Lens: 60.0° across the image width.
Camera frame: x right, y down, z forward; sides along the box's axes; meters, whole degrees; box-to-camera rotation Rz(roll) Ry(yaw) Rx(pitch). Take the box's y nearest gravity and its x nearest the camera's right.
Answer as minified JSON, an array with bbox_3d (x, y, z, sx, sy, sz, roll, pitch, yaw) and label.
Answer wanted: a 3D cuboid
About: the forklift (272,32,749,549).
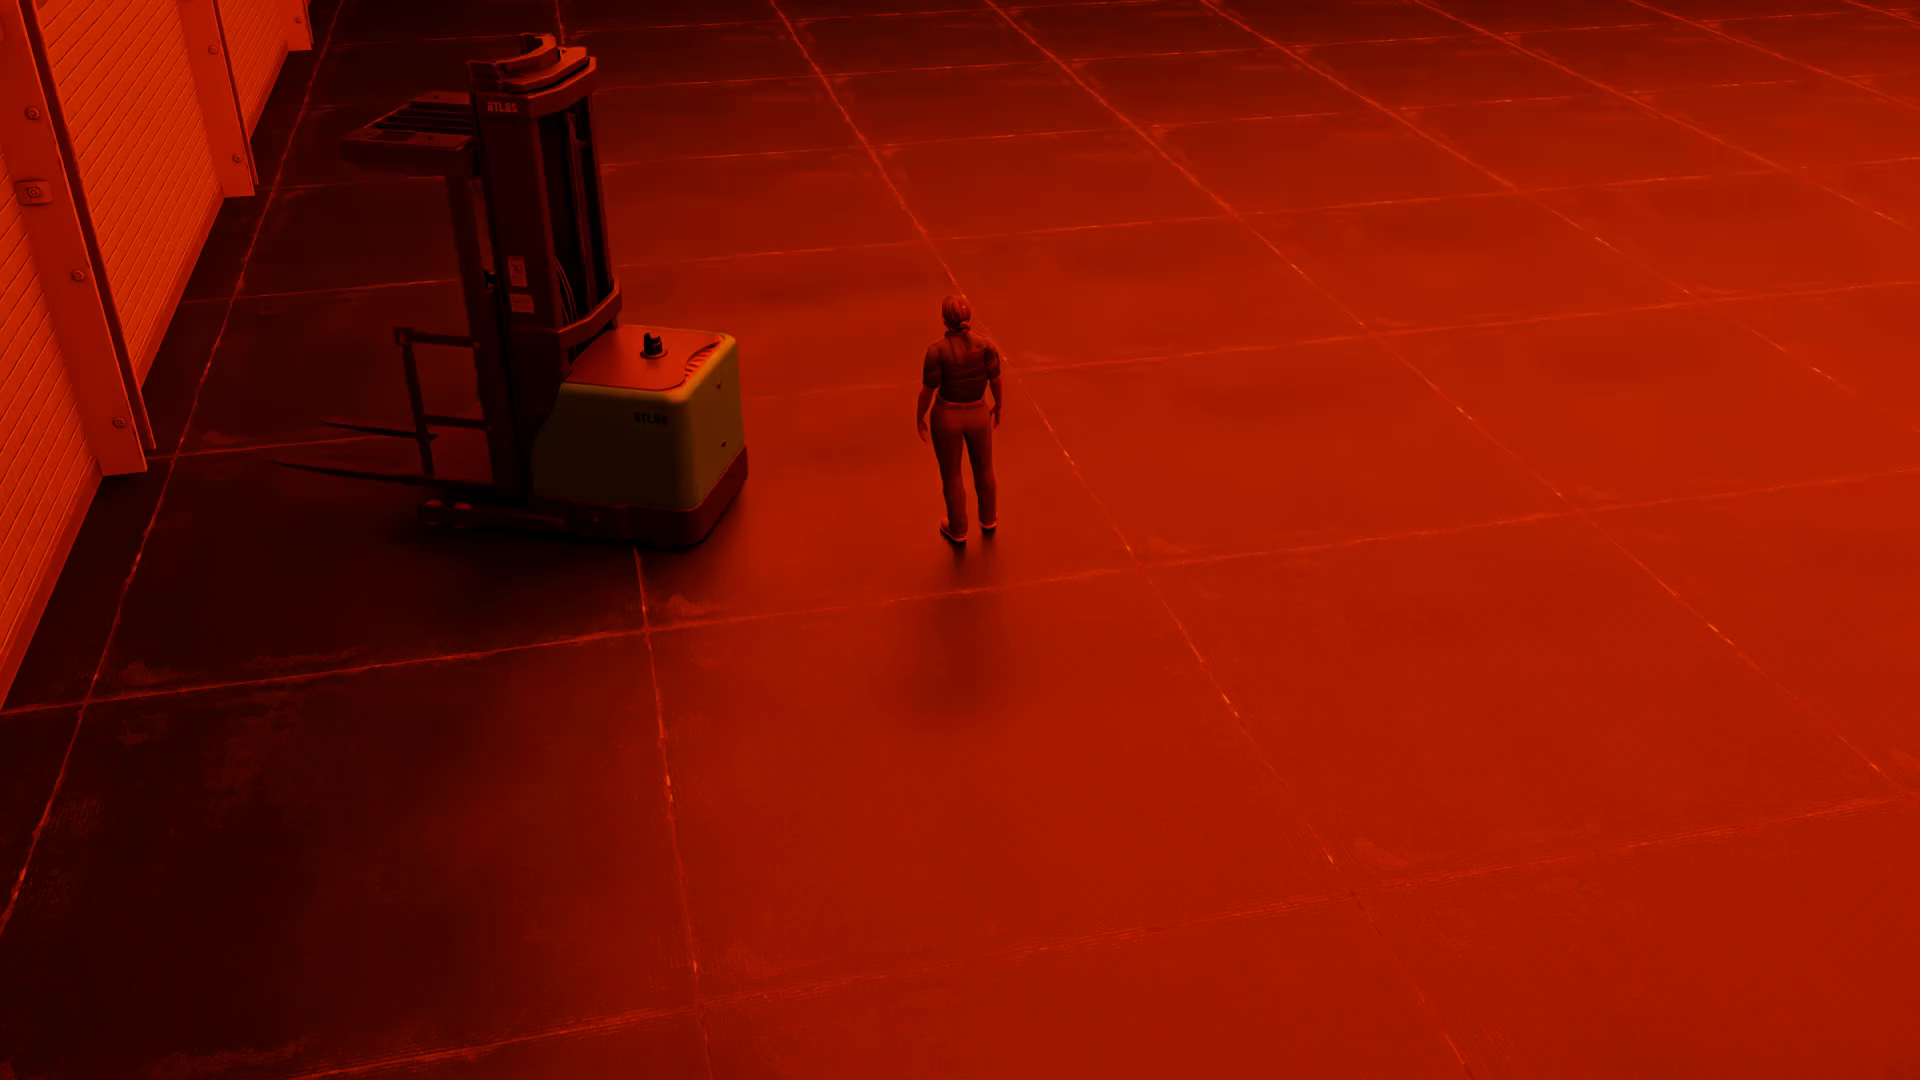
[{"bbox_3d":[-2.984,-1.589,10.320,3.031,2.935,1.130,6,31,11],"label":"forklift"}]

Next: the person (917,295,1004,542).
[{"bbox_3d":[-0.001,-0.768,10.160,0.569,1.655,0.504,-7,31,-12],"label":"person"}]
